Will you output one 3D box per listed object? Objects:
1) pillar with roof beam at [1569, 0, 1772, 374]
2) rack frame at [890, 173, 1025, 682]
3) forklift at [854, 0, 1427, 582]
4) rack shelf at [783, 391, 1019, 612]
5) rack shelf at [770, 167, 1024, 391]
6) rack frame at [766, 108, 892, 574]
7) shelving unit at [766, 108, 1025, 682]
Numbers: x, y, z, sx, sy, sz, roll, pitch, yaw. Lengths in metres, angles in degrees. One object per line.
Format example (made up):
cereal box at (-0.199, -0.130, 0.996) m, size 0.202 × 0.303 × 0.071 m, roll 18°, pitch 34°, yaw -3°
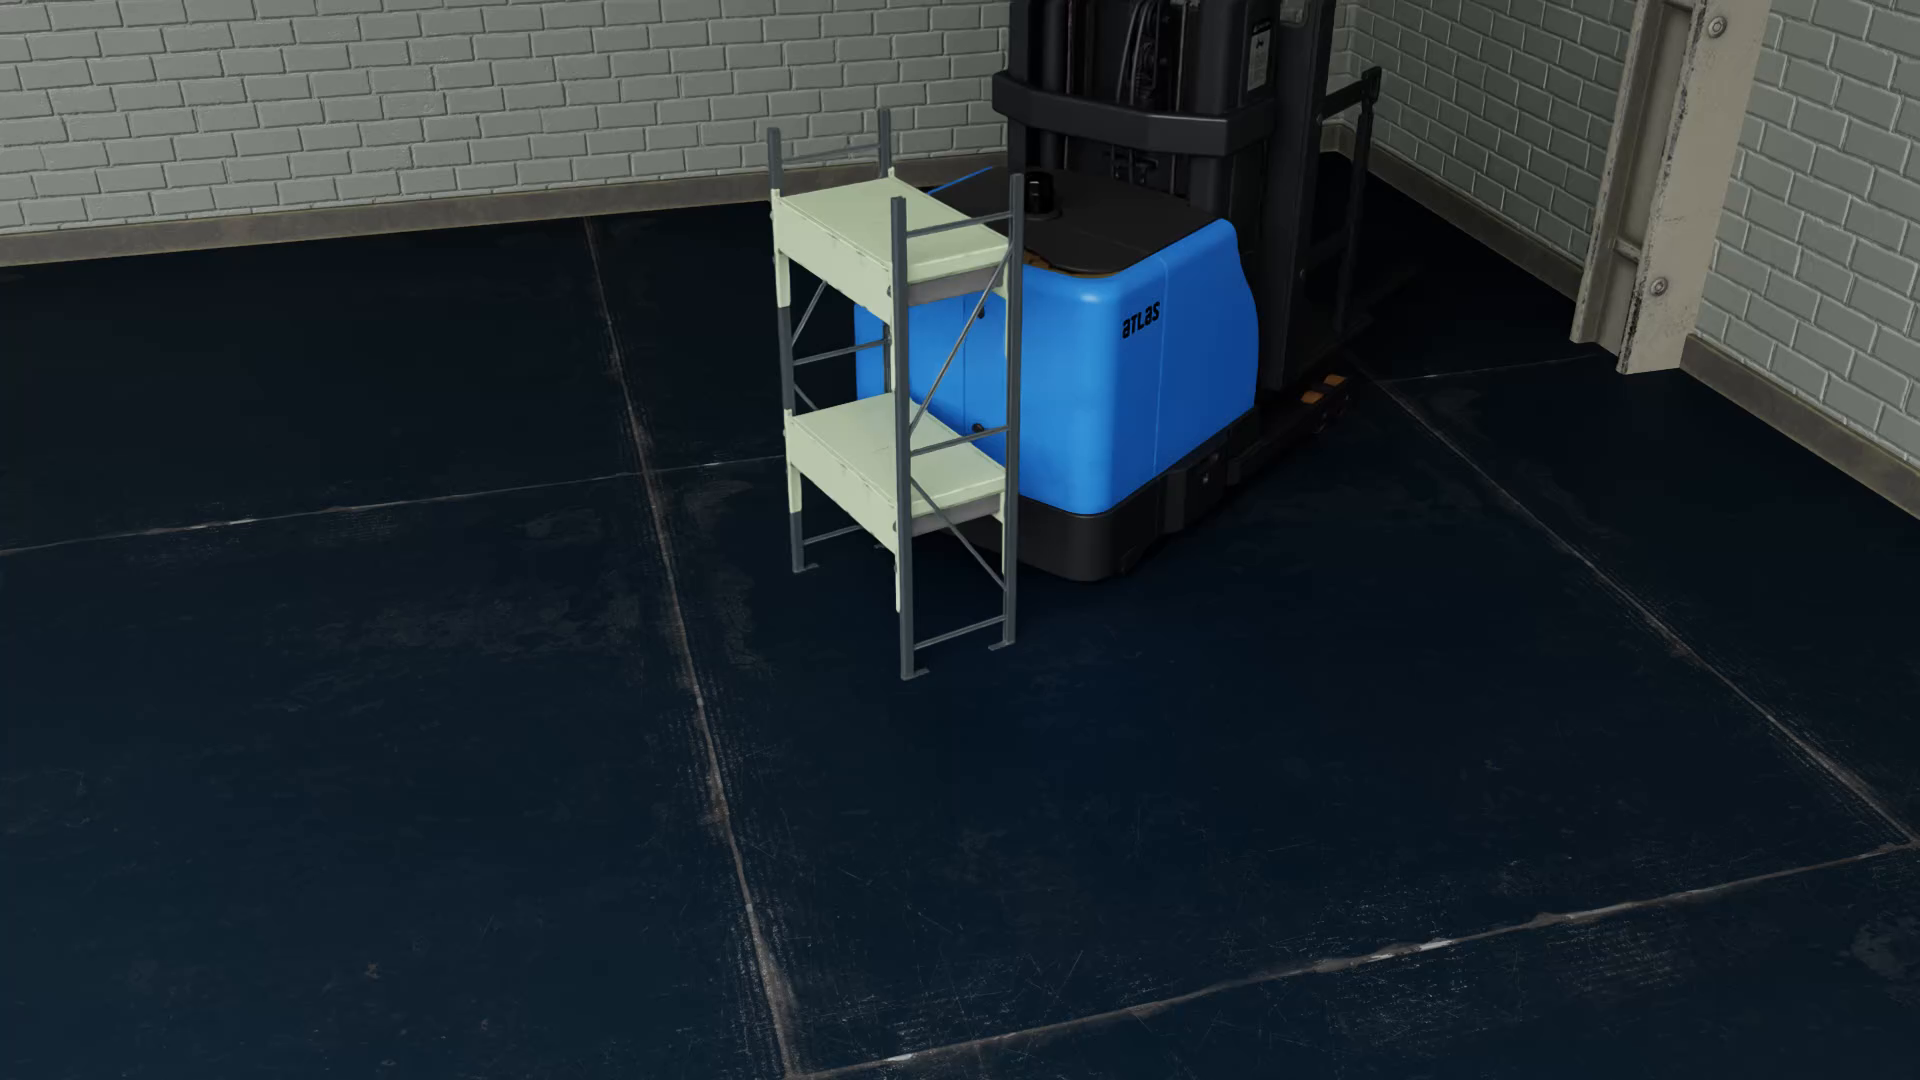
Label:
pillar with roof beam at (-1.288, -4.129, 3.901) m, size 9.100 × 9.000 × 0.400 m, roll -8°, pitch 31°, yaw -13°
rack frame at (-0.003, -0.278, 4.734) m, size 0.400 × 1.500 × 0.023 m, roll -17°, pitch 34°, yaw -27°
forklift at (0.918, -1.814, 5.958) m, size 1.130 × 2.935 × 3.031 m, roll 21°, pitch 36°, yaw 31°
rack shelf at (-0.194, -0.153, 5.167) m, size 0.431 × 0.370 × 0.720 m, roll -17°, pitch 34°, yaw -27°
rack shelf at (-0.194, -0.773, 4.809) m, size 0.431 × 0.370 × 0.720 m, roll -17°, pitch 34°, yaw -27°
rack frame at (-0.385, -0.591, 5.274) m, size 0.400 × 1.500 × 0.023 m, roll -17°, pitch 34°, yaw -27°
shelving unit at (-0.194, -0.435, 5.004) m, size 0.431 × 1.500 × 0.755 m, roll -17°, pitch 34°, yaw -27°
